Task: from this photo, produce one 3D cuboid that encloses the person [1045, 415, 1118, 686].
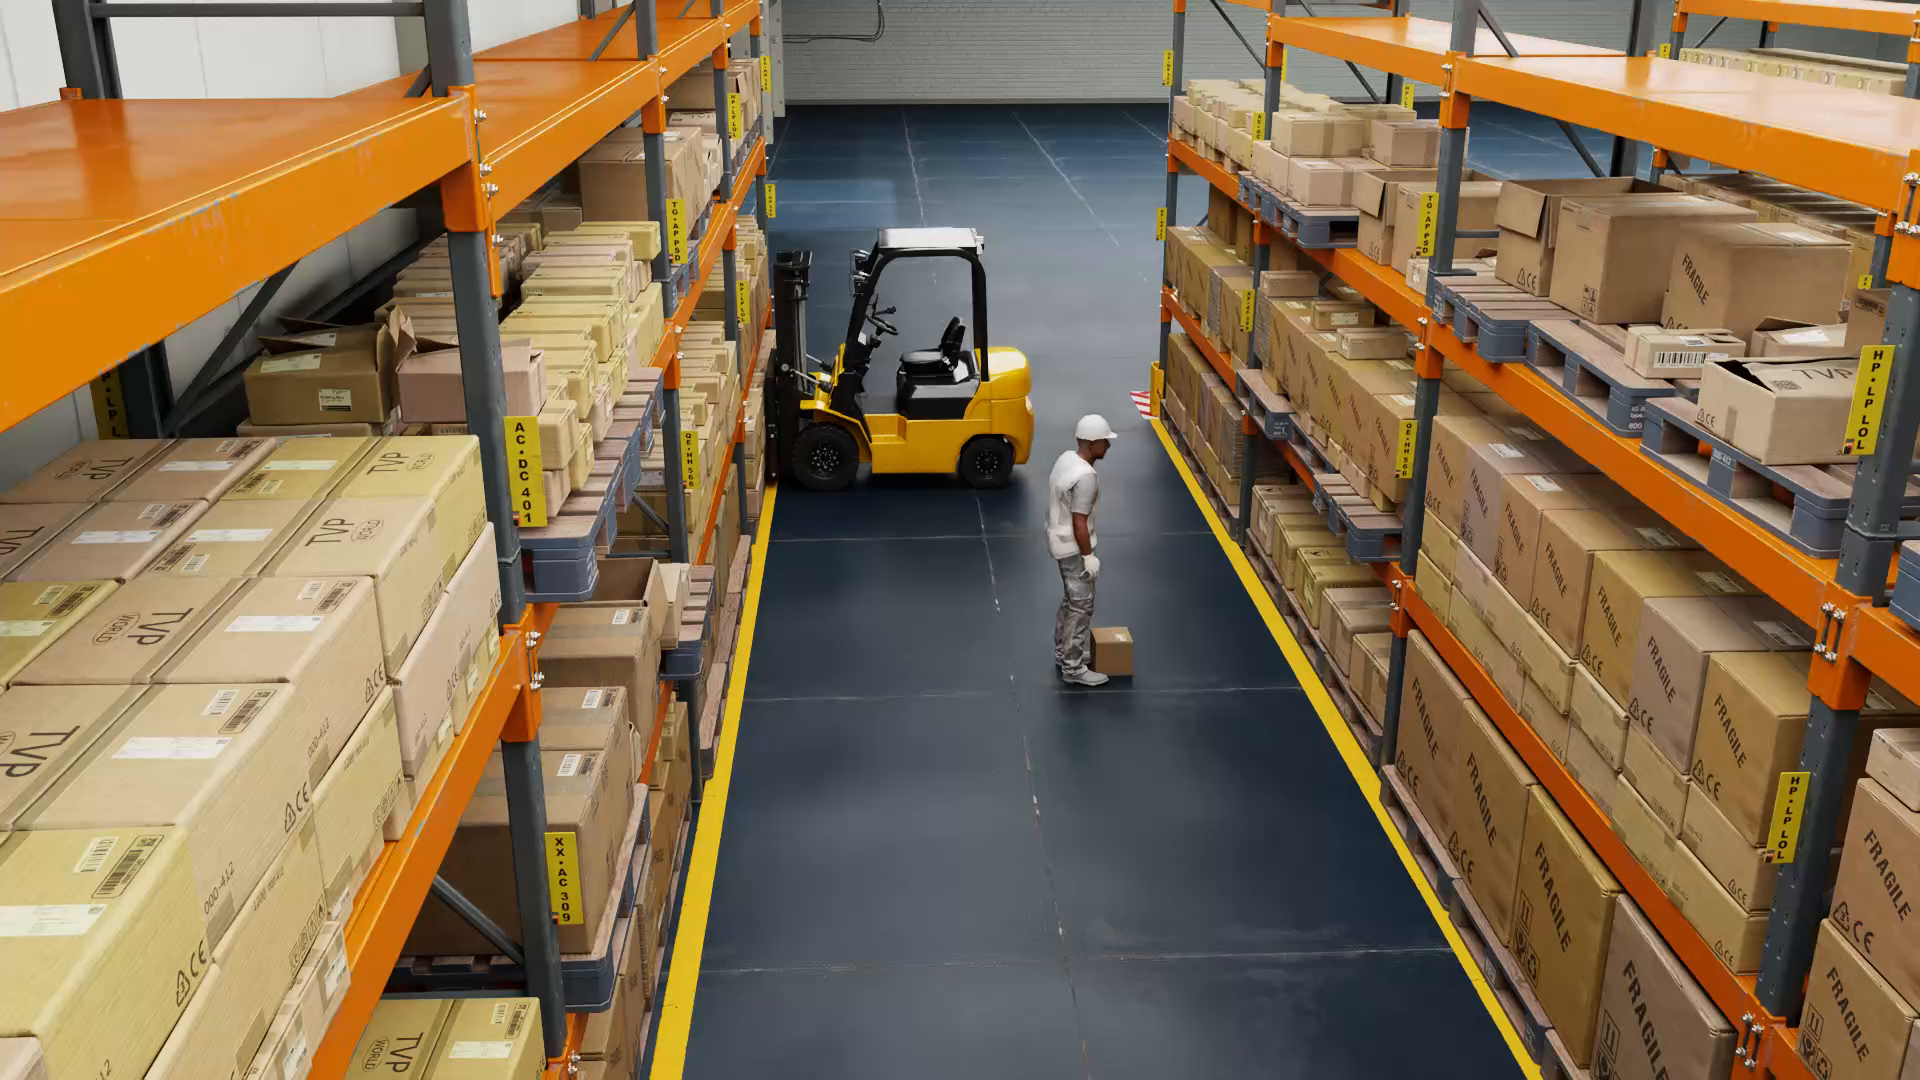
[{"bbox_3d":[0.792,0.047,10.933,0.452,1.774,0.629,-2,20,-4],"label":"person"}]
